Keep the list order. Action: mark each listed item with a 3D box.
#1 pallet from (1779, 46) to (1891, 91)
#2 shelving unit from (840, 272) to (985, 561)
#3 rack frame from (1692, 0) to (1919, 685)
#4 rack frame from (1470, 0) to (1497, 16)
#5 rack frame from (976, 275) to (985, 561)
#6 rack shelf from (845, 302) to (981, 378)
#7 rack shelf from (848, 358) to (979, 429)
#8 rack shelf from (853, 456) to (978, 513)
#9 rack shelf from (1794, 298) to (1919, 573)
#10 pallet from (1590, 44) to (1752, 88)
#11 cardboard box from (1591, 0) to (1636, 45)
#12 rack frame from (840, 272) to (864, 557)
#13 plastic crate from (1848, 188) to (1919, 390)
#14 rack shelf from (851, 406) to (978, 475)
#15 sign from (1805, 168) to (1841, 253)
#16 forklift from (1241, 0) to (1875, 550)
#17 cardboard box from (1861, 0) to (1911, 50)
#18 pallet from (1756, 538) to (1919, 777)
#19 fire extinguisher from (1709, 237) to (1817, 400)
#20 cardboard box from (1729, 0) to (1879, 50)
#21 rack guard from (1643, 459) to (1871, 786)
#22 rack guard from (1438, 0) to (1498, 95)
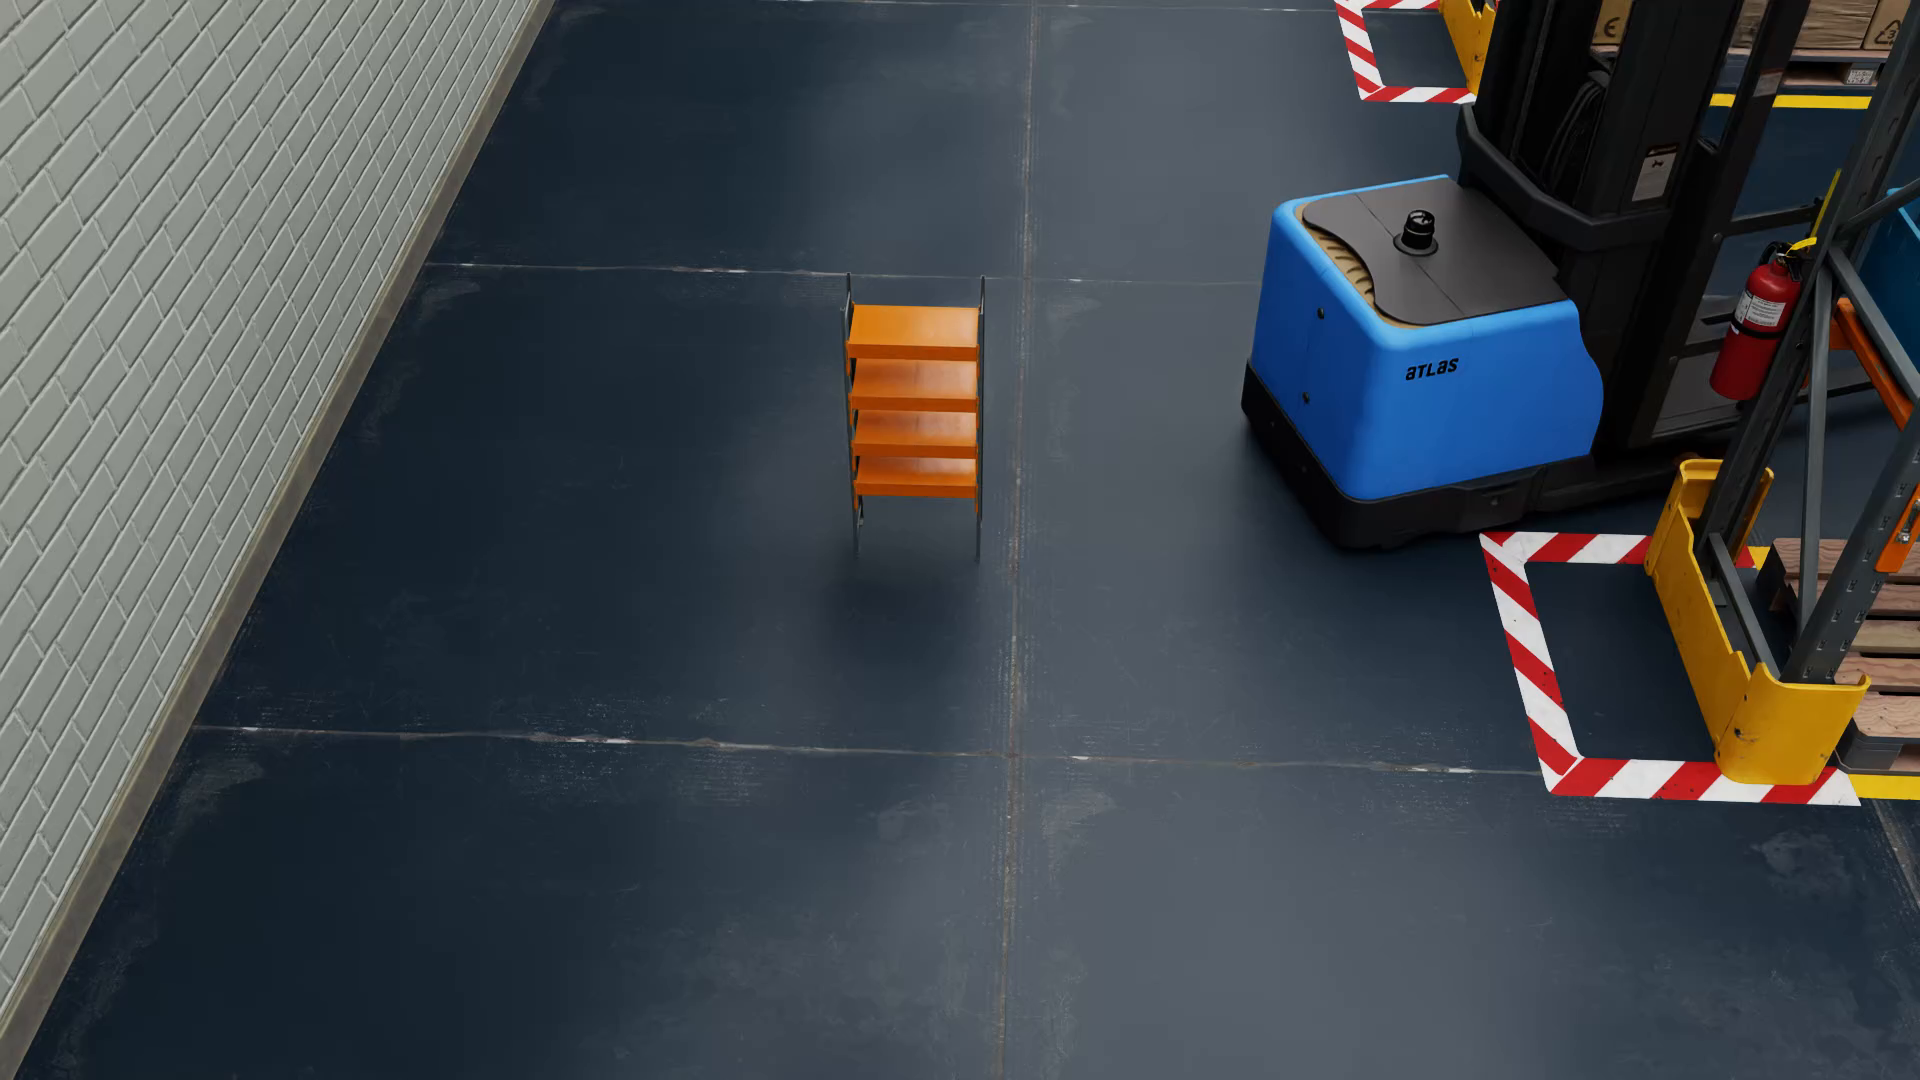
[{"bbox_3d":[5.144,-2.988,9.803,1.213,0.211,1.003,2,43,2],"label":"pallet"},{"bbox_3d":[-0.165,-0.444,6.346,0.503,1.200,0.258,2,43,2],"label":"shelving unit"},{"bbox_3d":[2.904,-0.647,5.244,0.127,3.000,1.000,2,43,2],"label":"rack frame"},{"bbox_3d":[3.127,-4.019,8.864,0.127,3.000,1.000,2,43,2],"label":"rack frame"},{"bbox_3d":[0.078,-0.437,6.338,0.015,1.200,0.240,2,43,2],"label":"rack frame"},{"bbox_3d":[-0.165,-0.732,6.079,0.480,0.148,0.258,2,43,2],"label":"rack shelf"},{"bbox_3d":[-0.165,-0.559,6.240,0.480,0.148,0.258,2,43,2],"label":"rack shelf"},{"bbox_3d":[-0.165,-0.250,6.528,0.480,0.148,0.258,2,43,2],"label":"rack shelf"},{"bbox_3d":[4.902,-0.322,5.423,4.000,0.370,1.077,2,43,2],"label":"rack shelf"},{"bbox_3d":[3.929,-3.028,9.845,1.213,0.211,1.003,2,43,2],"label":"pallet"},{"bbox_3d":[3.770,-3.430,9.482,0.875,0.875,0.875,2,43,2],"label":"cardboard box"},{"bbox_3d":[-0.409,-0.452,6.355,0.015,1.200,0.240,2,43,2],"label":"rack frame"},{"bbox_3d":[3.246,-0.798,5.337,0.499,0.435,0.616,2,43,2],"label":"plastic crate"},{"bbox_3d":[-0.165,-0.395,6.392,0.480,0.148,0.258,2,43,2],"label":"rack shelf"},{"bbox_3d":[2.912,-1.081,5.591,0.005,0.325,0.100,2,43,2],"label":"sign"},{"bbox_3d":[2.805,-1.611,6.329,3.031,2.935,1.130,-12,44,-12],"label":"forklift"},{"bbox_3d":[5.568,-3.375,9.423,0.875,0.875,0.875,2,43,2],"label":"cardboard box"},{"bbox_3d":[3.726,0.425,6.138,1.213,0.211,1.003,2,43,2],"label":"pallet"},{"bbox_3d":[2.773,-0.796,5.734,0.183,0.674,0.296,2,43,2],"label":"fire extinguisher"},{"bbox_3d":[4.679,-3.402,9.452,0.875,0.875,0.875,2,43,2],"label":"cardboard box"},{"bbox_3d":[2.879,0.276,6.087,0.348,0.500,1.175,2,43,2],"label":"rack guard"},{"bbox_3d":[3.103,-3.105,9.717,0.348,0.500,1.175,2,43,2],"label":"rack guard"}]
